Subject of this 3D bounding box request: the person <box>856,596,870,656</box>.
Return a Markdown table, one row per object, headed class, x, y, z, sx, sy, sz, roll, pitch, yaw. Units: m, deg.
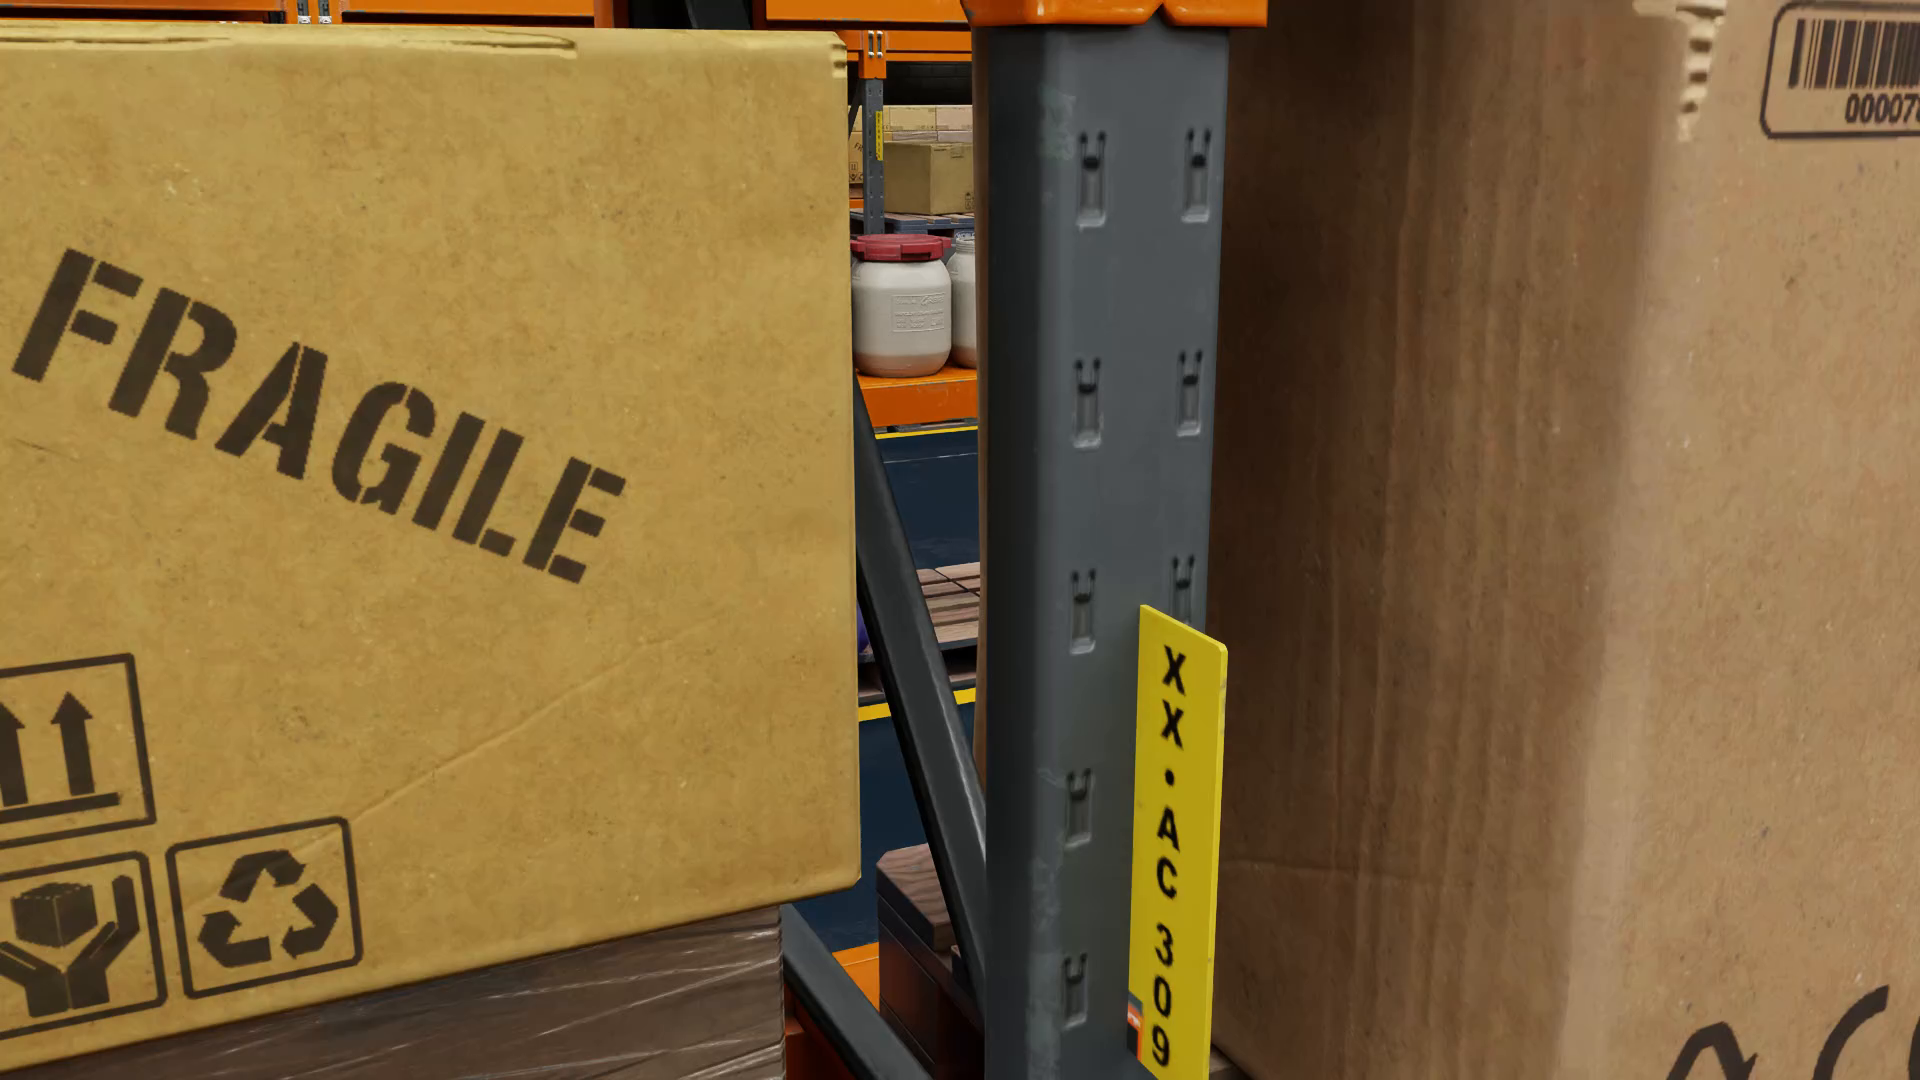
| class | x | y | z | sx | sy | sz | roll | pitch | yaw |
| --- | --- | --- | --- | --- | --- | --- | --- | --- | --- |
| person | -0.741 | 0.303 | 6.311 | 0.843 | 0.942 | 0.508 | -8 | 17 | -26 |
